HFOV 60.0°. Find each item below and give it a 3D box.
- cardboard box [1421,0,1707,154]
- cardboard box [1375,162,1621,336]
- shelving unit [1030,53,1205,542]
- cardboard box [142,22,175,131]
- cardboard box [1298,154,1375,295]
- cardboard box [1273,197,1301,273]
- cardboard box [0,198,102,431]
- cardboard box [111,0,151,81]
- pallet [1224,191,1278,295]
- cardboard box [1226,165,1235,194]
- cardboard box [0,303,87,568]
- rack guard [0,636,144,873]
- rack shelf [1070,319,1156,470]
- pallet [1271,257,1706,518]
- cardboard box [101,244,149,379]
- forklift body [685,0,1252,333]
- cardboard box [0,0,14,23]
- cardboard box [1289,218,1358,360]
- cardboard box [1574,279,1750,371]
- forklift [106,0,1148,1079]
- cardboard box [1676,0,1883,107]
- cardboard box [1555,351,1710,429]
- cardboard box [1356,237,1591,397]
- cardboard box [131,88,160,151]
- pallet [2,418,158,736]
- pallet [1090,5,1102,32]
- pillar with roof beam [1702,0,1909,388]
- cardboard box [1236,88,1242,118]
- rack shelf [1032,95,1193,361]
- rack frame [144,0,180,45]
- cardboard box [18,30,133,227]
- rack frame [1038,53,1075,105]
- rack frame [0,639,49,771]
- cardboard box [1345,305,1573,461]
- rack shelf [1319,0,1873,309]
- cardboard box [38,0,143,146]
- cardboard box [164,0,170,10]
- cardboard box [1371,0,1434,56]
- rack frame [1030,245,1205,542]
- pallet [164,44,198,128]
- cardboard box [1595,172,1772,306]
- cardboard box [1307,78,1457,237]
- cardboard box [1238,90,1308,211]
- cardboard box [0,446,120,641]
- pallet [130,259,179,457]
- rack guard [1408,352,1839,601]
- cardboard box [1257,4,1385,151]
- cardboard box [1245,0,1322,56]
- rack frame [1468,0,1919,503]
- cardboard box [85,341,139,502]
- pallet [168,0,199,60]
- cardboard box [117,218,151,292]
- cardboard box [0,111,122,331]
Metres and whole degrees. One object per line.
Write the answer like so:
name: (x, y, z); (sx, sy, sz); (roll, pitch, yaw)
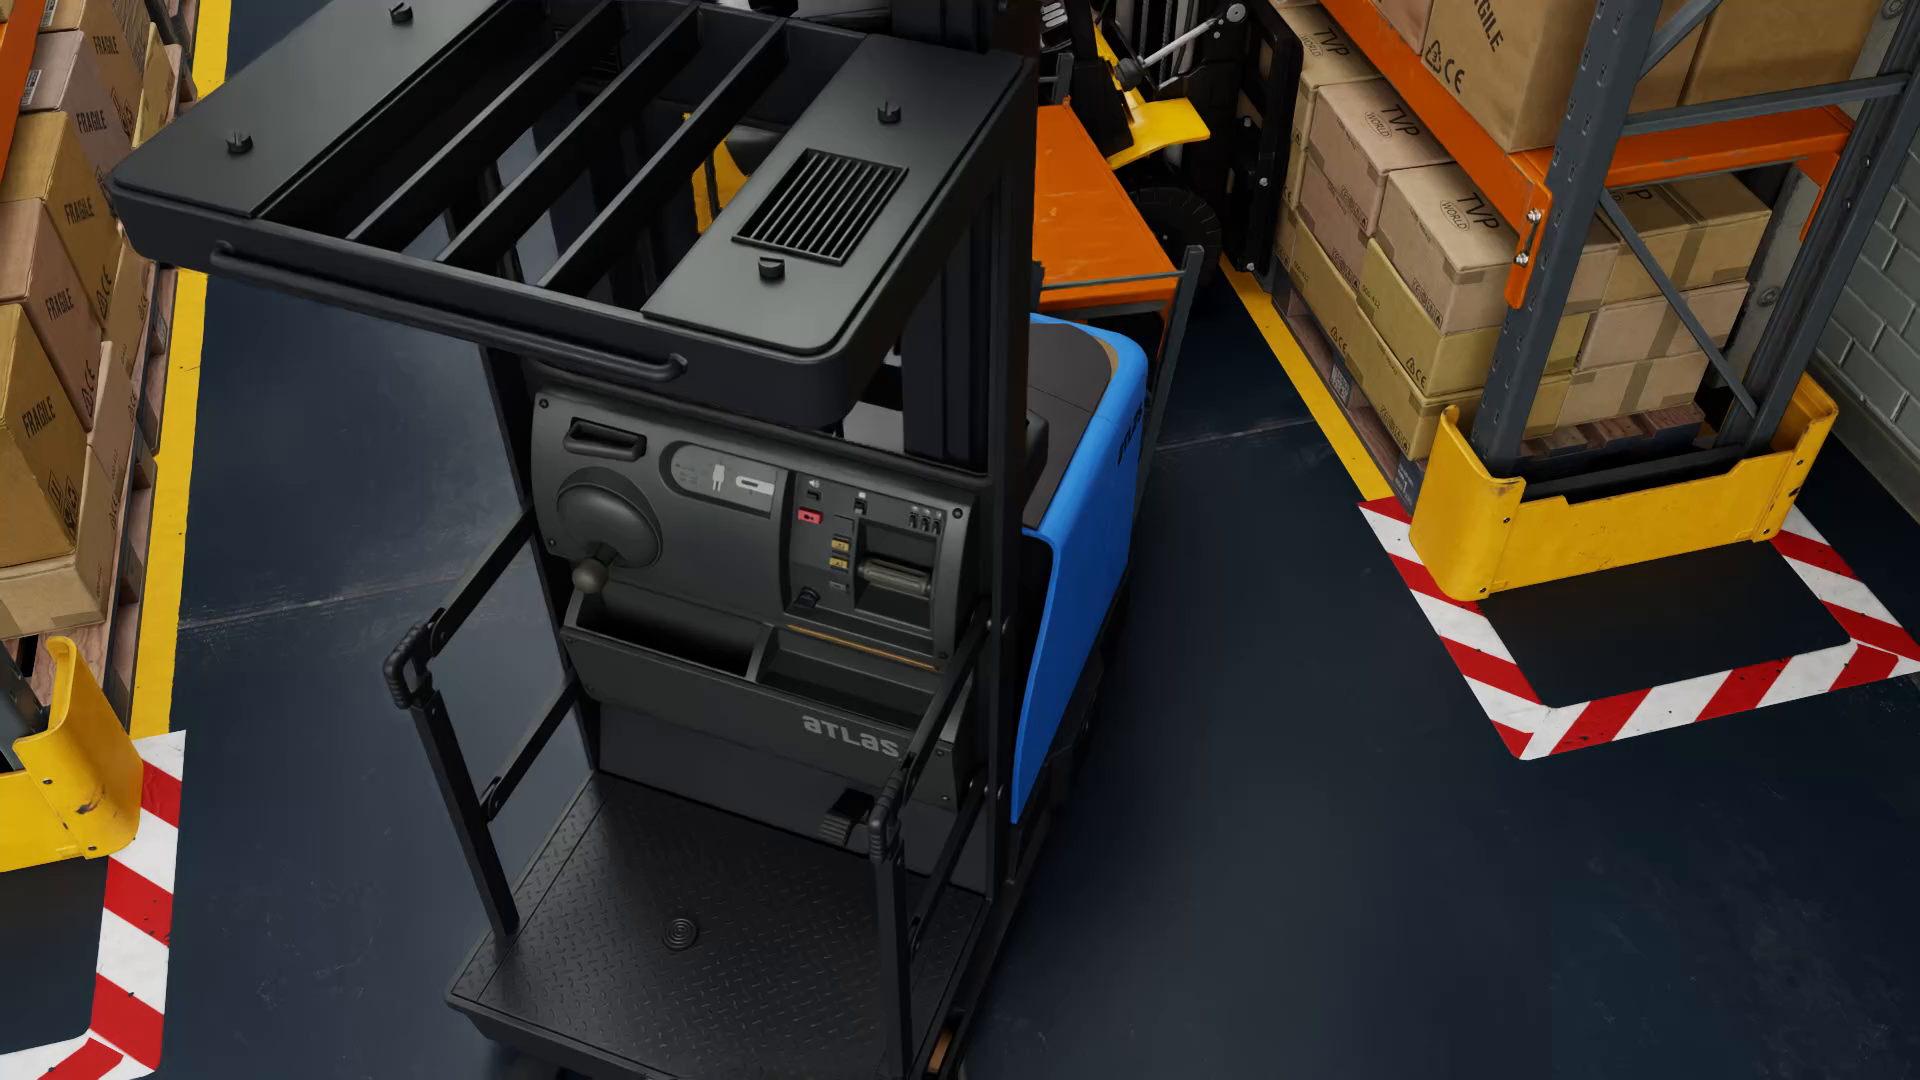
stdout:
cardboard box: (1.626, -1.421, 4.472); (0.500, 0.500, 0.500); (-12, 47, -11)
cardboard box: (1.587, -0.890, 4.953); (0.500, 0.250, 0.500); (-9, 46, -9)
shelving unit: (0.201, -0.706, 5.106); (0.538, 1.125, 1.048); (-8, 47, -17)
cardboard box: (-3.404, -1.771, 6.517); (0.500, 0.250, 0.500); (-9, 46, -9)
cardboard box: (1.462, -1.081, 5.490); (0.500, 0.250, 0.500); (-11, 47, -11)
cardboard box: (1.343, -1.238, 5.994); (0.500, 0.250, 0.500); (-10, 46, -10)
cardboard box: (-2.875, -0.615, 4.859); (0.500, 0.500, 0.500); (-12, 47, -12)
cardboard box: (-3.404, -2.033, 6.249); (0.500, 0.500, 0.500); (-11, 47, -11)
pallet: (1.461, -1.479, 6.552); (1.003, 0.211, 1.213); (-11, 47, -10)
cardboard box: (1.188, -1.592, 6.341); (0.500, 0.250, 0.500); (-9, 46, -9)
cardboard box: (-2.737, -0.255, 4.506); (0.500, 0.500, 0.500); (-12, 47, -12)
rack guard: (-2.811, 0.638, 4.274); (1.175, 0.500, 0.348); (-11, 47, -10)
rack shelf: (0.175, -0.534, 5.278); (0.538, 0.278, 1.000); (-8, 47, -17)
pallet: (1.770, -0.639, 5.728); (1.003, 0.211, 1.213); (-11, 47, -10)
cardboard box: (-3.006, -0.704, 5.471); (0.500, 0.250, 0.500); (-8, 46, -8)
forklift body: (-0.243, -1.773, 5.482); (2.313, 2.155, 1.214); (-11, 47, -10)
cardboard box: (-3.037, -1.638, 4.931); (0.380, 0.149, 0.250); (-10, 46, -10)
cardboard box: (1.462, -0.891, 5.654); (0.500, 0.250, 0.500); (-11, 47, -10)
cardboard box: (2.087, -0.817, 5.231); (0.500, 0.250, 0.500); (-10, 46, -10)
forklift: (-0.498, 0.071, 3.128); (1.130, 2.935, 3.031); (15, 47, 14)
cardboard box: (2.148, -1.522, 4.571); (0.500, 0.500, 0.500); (-9, 46, -9)
cardboard box: (2.070, -0.654, 5.422); (0.500, 0.250, 0.500); (-11, 47, -10)
cardboard box: (1.579, -0.733, 5.149); (0.500, 0.250, 0.500); (-11, 47, -11)
cardboard box: (-3.258, -1.406, 6.158); (0.500, 0.250, 0.500); (-12, 47, -11)
pallet: (-2.984, 0.172, 4.934); (1.003, 0.211, 1.213); (-11, 47, -10)
pallet: (1.145, -2.323, 7.379); (1.003, 0.211, 1.213); (-11, 47, -10)
pillar with roof beam: (-1.462, -3.053, 1.941); (9.100, 9.000, 0.400); (-11, 47, -10)
cardboard box: (1.184, -1.780, 6.175); (0.500, 0.250, 0.500); (-11, 47, -10)
rack shelf: (0.233, -0.912, 4.900); (0.538, 0.278, 1.000); (-8, 47, -17)
rack frame: (-3.815, -2.946, 6.037); (1.000, 3.000, 0.127); (-11, 47, -10)
cardboard box: (-3.141, -1.331, 5.560); (0.500, 0.500, 0.500); (-8, 46, -8)
rack frame: (0.050, -1.061, 5.437); (0.500, 1.125, 0.032); (-8, 47, -17)
rack frame: (-2.791, -0.184, 3.330); (1.000, 3.000, 0.127); (-11, 47, -10)
cardboard box: (1.581, -0.546, 5.316); (0.500, 0.250, 0.500); (-10, 46, -10)
rack shelf: (1.494, -2.223, 5.832); (1.077, 0.370, 4.000); (-11, 47, -10)
cardboard box: (-3.272, -1.683, 5.905); (0.500, 0.500, 0.500); (-10, 46, -10)
cardboard box: (-3.952, -2.535, 7.180); (0.950, 0.372, 0.625); (-10, 46, -10)
cardboard box: (1.503, -1.781, 4.825); (0.500, 0.500, 0.500); (-9, 46, -9)
rack frame: (0.353, -0.351, 4.775); (0.500, 1.125, 0.032); (-8, 47, -17)
pallet: (-3.609, -1.513, 6.585); (1.003, 0.211, 1.213); (-11, 47, -10)
cardboard box: (2.066, -0.995, 5.056); (0.500, 0.250, 0.500); (-11, 47, -11)
cardboard box: (1.450, -1.241, 5.297); (0.500, 0.250, 0.500); (-10, 46, -10)
cardboard box: (1.309, -1.434, 5.836); (0.500, 0.250, 0.500); (-12, 47, -11)
cardboard box: (-2.730, 0.024, 4.758); (0.500, 0.250, 0.500); (-11, 47, -11)
pallet: (-3.293, -0.669, 5.758); (1.003, 0.211, 1.213); (-11, 47, -10)
rack guard: (2.012, -0.203, 5.099); (1.175, 0.500, 0.348); (-11, 47, -10)
cardboard box: (1.312, -1.588, 5.637); (0.500, 0.250, 0.500); (-10, 46, -10)
cardboard box: (1.189, -1.939, 5.981); (0.500, 0.250, 0.500); (-12, 47, -11)
rack frame: (2.006, -1.094, 4.222); (1.000, 3.000, 0.127); (-11, 47, -10)
cardboard box: (-2.854, -0.330, 5.104); (0.500, 0.250, 0.500); (-9, 46, -9)
pallet: (-4.016, -2.507, 7.559); (1.003, 0.211, 1.213); (-11, 47, -10)
cardboard box: (-3.132, -1.054, 5.814); (0.500, 0.250, 0.500); (-10, 46, -10)
cardboard box: (-2.995, -0.963, 5.200); (0.500, 0.500, 0.500); (-10, 46, -10)
